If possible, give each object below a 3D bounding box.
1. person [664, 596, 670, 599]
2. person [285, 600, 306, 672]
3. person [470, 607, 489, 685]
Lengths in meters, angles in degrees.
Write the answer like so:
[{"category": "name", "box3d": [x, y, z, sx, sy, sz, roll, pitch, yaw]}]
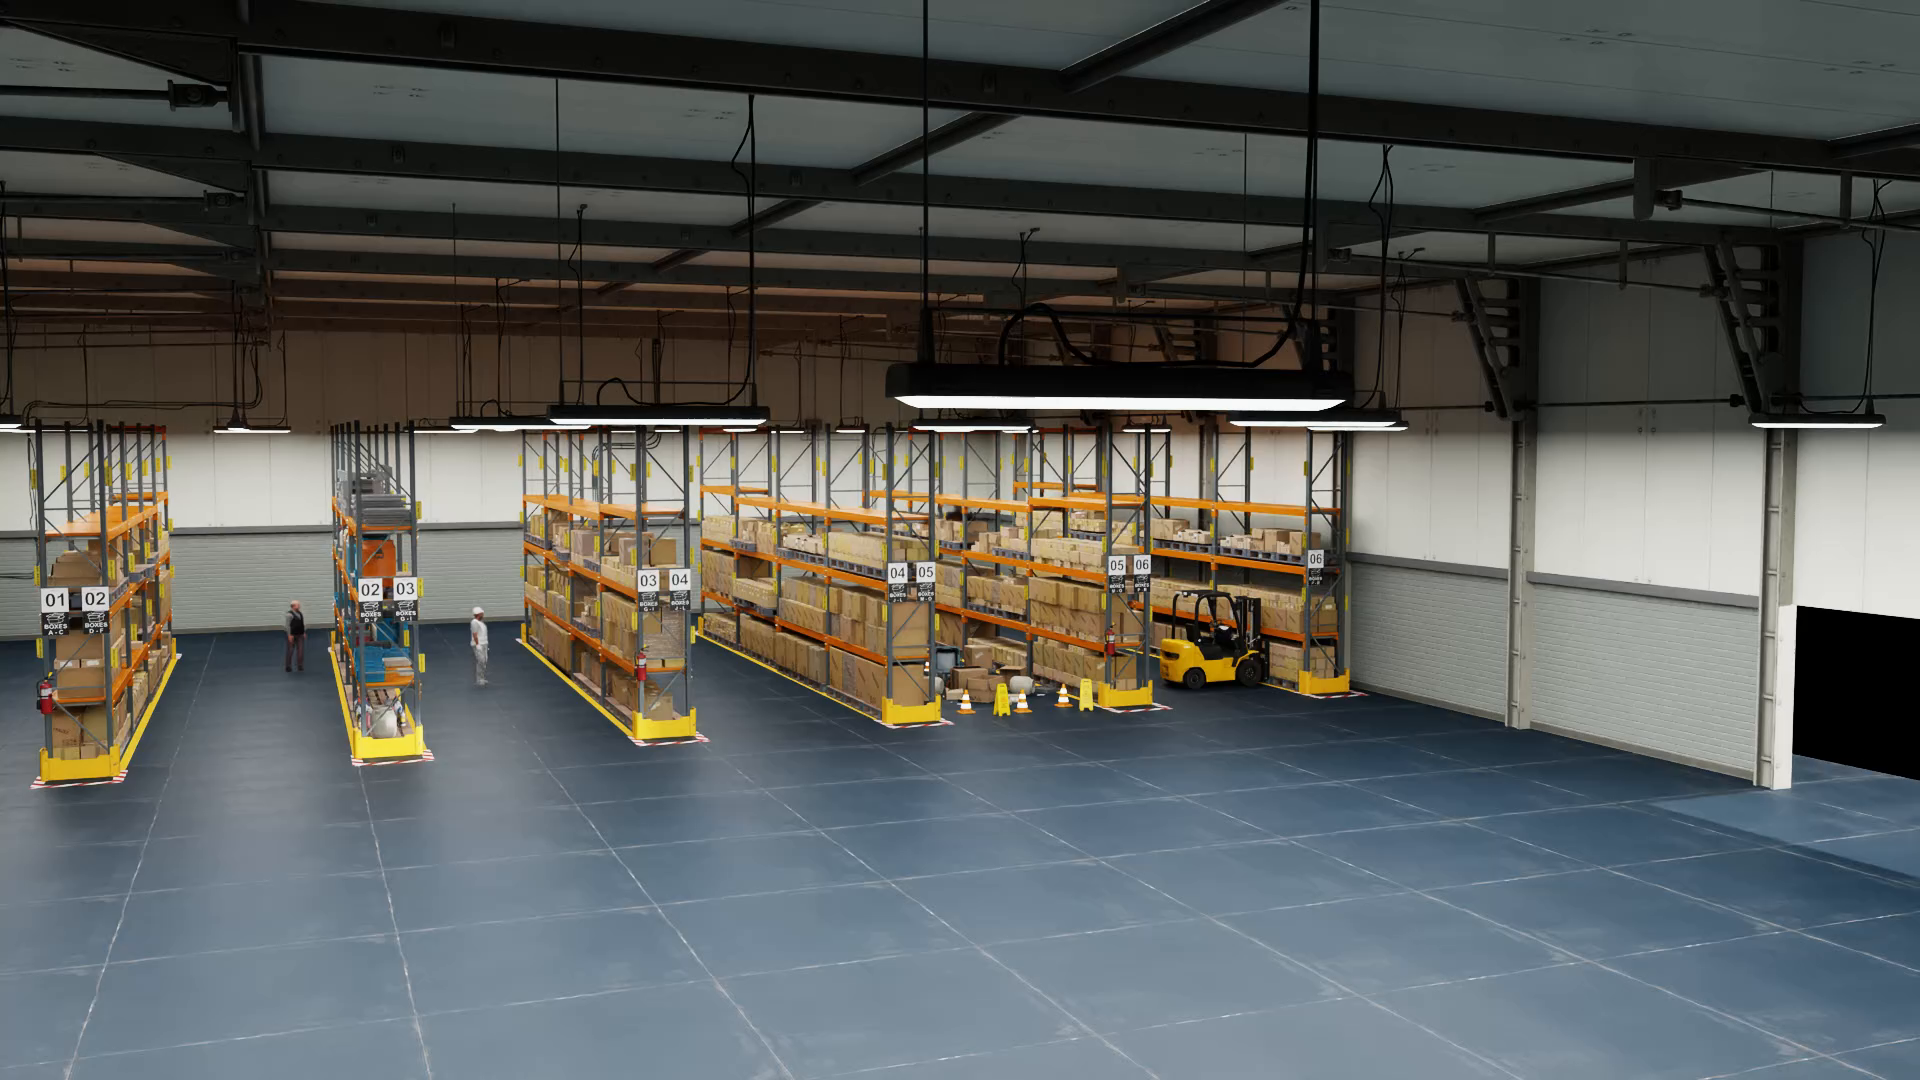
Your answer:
[{"category": "person", "box3d": [-8.166, 1.985, 46.787, 0.418, 1.621, 1.030, -1, 4, -18]}, {"category": "person", "box3d": [-16.216, 2.334, 40.521, 0.382, 1.740, 0.556, 2, 4, 33]}, {"category": "person", "box3d": [-11.083, 2.461, 38.523, 0.511, 1.830, 0.596, 1, 4, 14]}]
